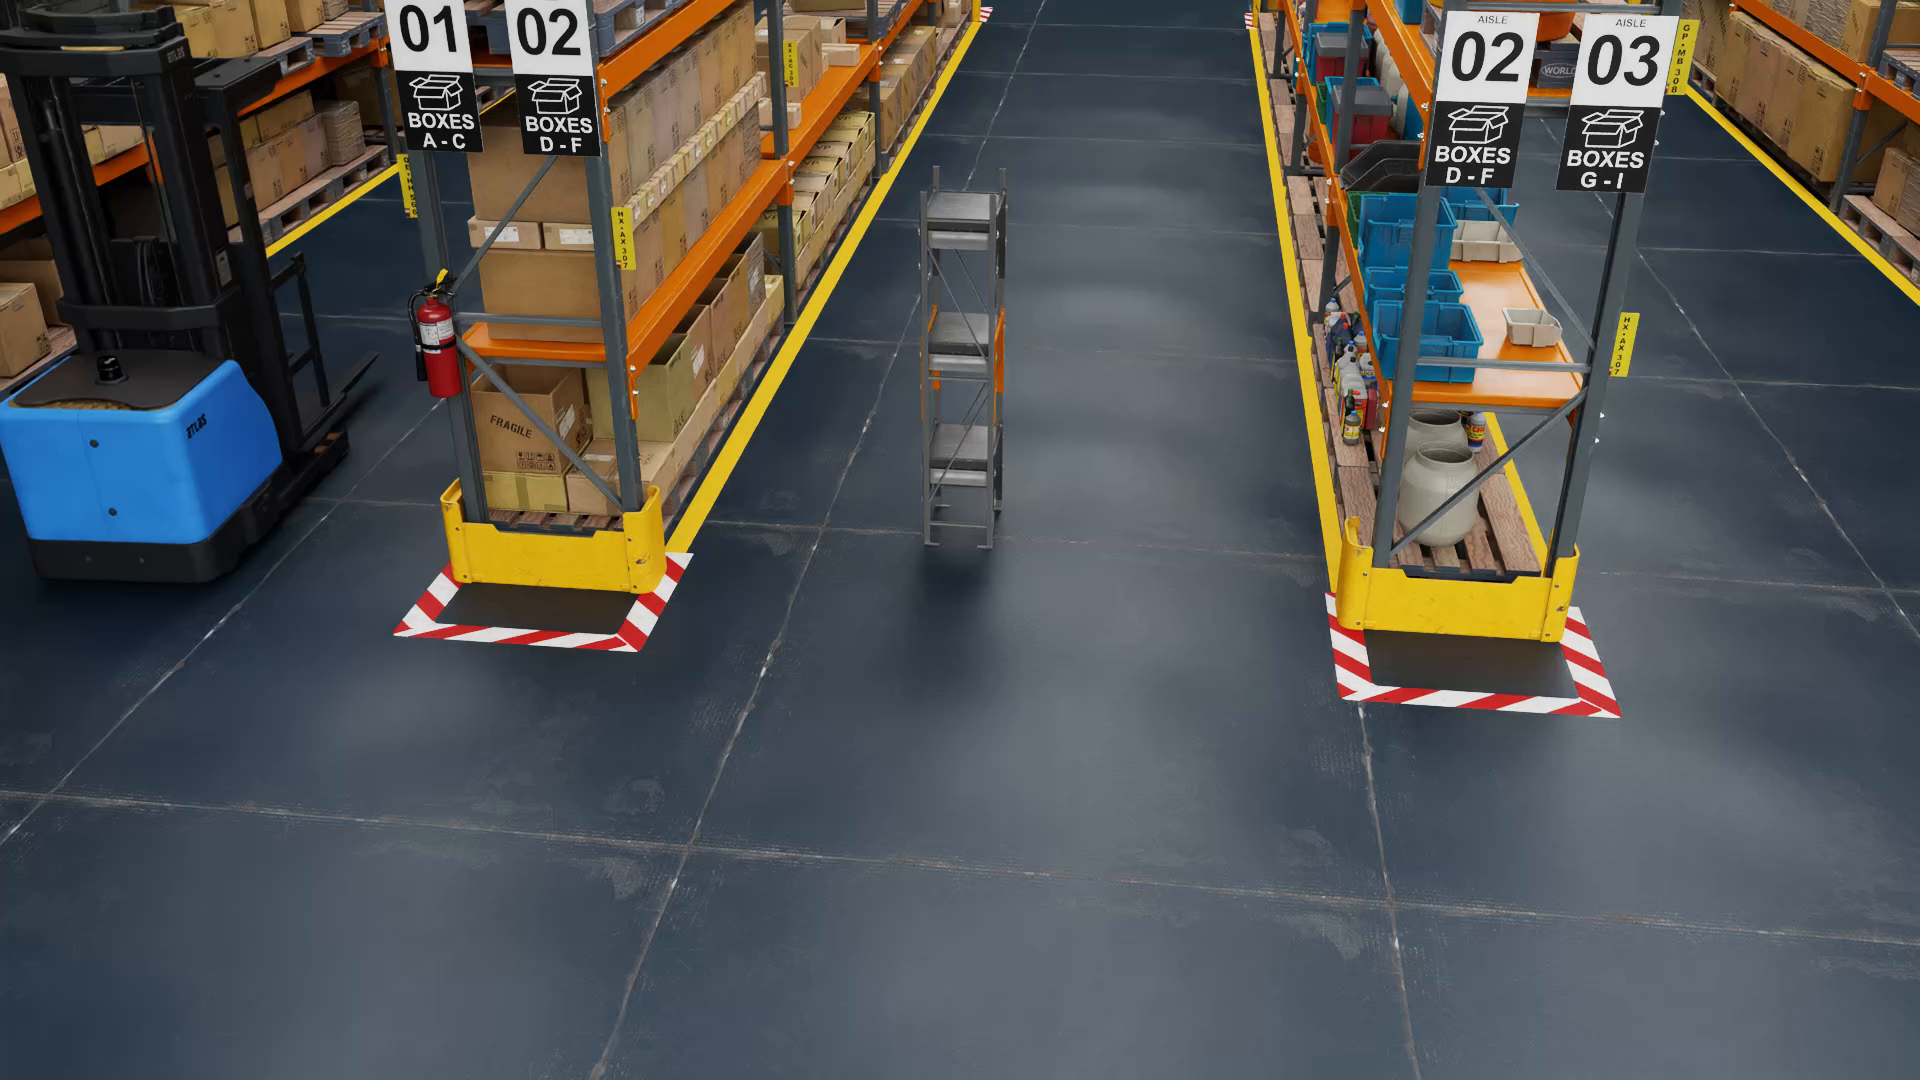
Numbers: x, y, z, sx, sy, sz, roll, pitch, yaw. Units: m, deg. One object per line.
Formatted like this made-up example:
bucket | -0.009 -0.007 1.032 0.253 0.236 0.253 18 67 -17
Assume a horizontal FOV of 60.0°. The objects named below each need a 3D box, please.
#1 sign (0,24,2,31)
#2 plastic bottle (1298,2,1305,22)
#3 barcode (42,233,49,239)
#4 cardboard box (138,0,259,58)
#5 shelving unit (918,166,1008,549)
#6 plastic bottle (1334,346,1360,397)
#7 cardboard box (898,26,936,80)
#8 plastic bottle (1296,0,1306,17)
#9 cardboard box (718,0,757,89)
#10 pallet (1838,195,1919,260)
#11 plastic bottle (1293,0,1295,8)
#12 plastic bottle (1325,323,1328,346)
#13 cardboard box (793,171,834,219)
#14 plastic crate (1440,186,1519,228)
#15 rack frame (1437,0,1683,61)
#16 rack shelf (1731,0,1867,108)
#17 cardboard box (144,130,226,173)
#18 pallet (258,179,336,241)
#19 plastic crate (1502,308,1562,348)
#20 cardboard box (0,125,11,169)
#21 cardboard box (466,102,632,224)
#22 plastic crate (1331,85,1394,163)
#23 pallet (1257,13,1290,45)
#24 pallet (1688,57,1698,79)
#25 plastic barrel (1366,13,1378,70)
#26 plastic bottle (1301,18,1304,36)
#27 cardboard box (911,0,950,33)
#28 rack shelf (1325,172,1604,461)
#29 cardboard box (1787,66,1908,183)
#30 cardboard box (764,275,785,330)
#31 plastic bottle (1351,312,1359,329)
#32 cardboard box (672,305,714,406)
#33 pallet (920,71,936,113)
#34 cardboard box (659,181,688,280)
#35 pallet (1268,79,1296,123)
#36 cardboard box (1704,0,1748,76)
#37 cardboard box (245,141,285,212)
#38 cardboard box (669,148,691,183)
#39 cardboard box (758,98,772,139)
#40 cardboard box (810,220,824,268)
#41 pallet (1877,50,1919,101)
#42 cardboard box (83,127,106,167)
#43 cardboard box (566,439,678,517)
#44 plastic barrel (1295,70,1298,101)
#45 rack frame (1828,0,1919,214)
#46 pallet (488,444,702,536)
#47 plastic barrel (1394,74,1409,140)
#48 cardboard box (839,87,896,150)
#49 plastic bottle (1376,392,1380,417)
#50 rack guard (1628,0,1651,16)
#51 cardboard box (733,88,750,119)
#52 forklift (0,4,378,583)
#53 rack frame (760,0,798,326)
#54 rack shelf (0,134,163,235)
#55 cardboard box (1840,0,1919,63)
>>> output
sign | -7.233 -3.855 12.523 0.100 0.325 0.005 3 28 6
plastic bottle | 3.411 -5.233 16.510 0.097 0.201 0.097 0 28 0
barcode | -6.986 -2.309 12.708 0.001 0.075 0.075 3 28 6
cardboard box | -6.460 -4.365 14.120 0.700 0.500 0.500 7 29 13
shelving unit | 0.020 -1.002 9.397 0.431 2.100 0.503 3 28 6
plastic bottle | 2.565 -1.122 10.999 0.144 0.351 0.185 3 28 6
cardboard box | -0.561 -5.639 19.226 0.500 0.500 0.500 3 28 6
plastic bottle | 3.468 -5.426 16.711 0.144 0.351 0.185 3 28 6
cardboard box | -1.813 -3.435 11.490 0.700 0.500 0.500 3 29 6
pallet | 8.459 -2.739 14.612 1.003 0.211 1.213 3 28 6
plastic bottle | 3.513 -5.655 17.219 0.097 0.271 0.097 0 28 0
plastic bottle | 2.652 -1.481 11.823 0.097 0.201 0.097 0 28 0
cardboard box | -1.338 -2.909 13.853 0.500 0.311 0.500 2 28 5
plastic crate | 3.285 -2.137 10.711 0.499 0.251 0.616 3 28 6
rack frame | 2.661 -3.498 6.754 1.000 3.000 0.127 3 28 6
rack shelf | 8.802 -4.959 16.551 1.077 0.370 4.000 3 28 6
cardboard box | -6.557 -3.293 14.082 0.500 0.250 0.500 3 28 5
pallet | -6.441 -3.030 15.152 1.003 0.211 1.213 3 28 6
plastic crate | 3.090 -1.143 8.987 0.298 0.136 0.250 3 28 6
cardboard box | -6.623 -2.631 10.817 0.500 0.500 0.500 4 29 8
cardboard box | -2.179 -2.005 8.836 0.700 0.500 0.500 3 29 6
plastic crate | 2.906 -3.013 12.113 0.402 0.464 0.583 3 28 6
pallet | 4.482 -6.774 22.102 1.003 0.211 1.213 3 28 6
pallet | 9.365 -5.919 20.514 1.003 0.211 1.213 3 28 6
plastic barrel | 3.885 -4.446 14.697 0.600 0.536 0.708 3 28 6
plastic bottle | 3.340 -4.958 15.999 0.097 0.201 0.097 0 28 0
cardboard box | -0.559 -6.774 21.329 0.797 0.503 0.637 3 28 6
rack shelf | 2.906 -1.481 10.095 1.077 0.370 4.000 3 28 6
cardboard box | 8.662 -3.908 15.638 1.225 0.875 0.875 2 28 4
cardboard box | -1.605 -1.772 12.334 0.500 0.250 0.500 3 28 6
plastic bottle | 2.770 -1.453 11.685 0.061 0.283 0.133 3 28 6
cardboard box | -1.861 -1.162 10.409 0.500 0.500 0.500 3 28 6
pallet | -0.847 -5.182 19.146 1.003 0.211 1.213 3 28 6
cardboard box | -2.059 -1.890 9.990 0.700 0.500 0.500 4 29 7
pallet | 3.995 -4.917 18.654 1.003 0.211 1.213 3 28 6
cardboard box | 9.207 -5.773 19.100 0.875 0.875 0.875 3 28 6
cardboard box | -6.492 -3.240 14.773 0.700 0.500 0.500 4 29 7
cardboard box | -1.837 -2.254 9.982 0.380 0.149 0.250 3 28 6
cardboard box | -1.748 -3.197 12.680 0.500 0.250 0.500 5 29 9
cardboard box | -1.405 -2.419 13.535 0.500 0.250 0.500 4 29 7
pallet | 8.575 -3.908 14.044 1.213 0.211 1.003 3 28 6
cardboard box | -6.508 -2.783 11.891 0.500 0.250 0.500 3 29 6
cardboard box | -1.968 -0.360 9.712 0.500 0.250 0.500 3 28 6
plastic barrel | 3.961 -5.178 17.968 0.600 0.901 0.708 3 28 6
rack frame | 8.557 -4.334 14.633 1.000 3.000 0.127 3 28 6
pallet | -2.203 -0.281 10.049 1.003 0.211 1.213 3 28 6
plastic barrel | 3.486 -3.237 12.452 0.433 0.535 0.433 0 28 0
cardboard box | -0.935 -4.203 16.560 0.500 0.500 0.500 5 29 8
plastic bottle | 2.652 -0.892 10.730 0.097 0.201 0.097 0 28 0
rack guard | 9.540 -7.011 22.237 1.175 0.500 0.348 3 28 6
cardboard box | -1.647 -2.978 11.327 0.380 0.149 0.250 3 28 5
forklift | -4.539 -1.718 9.848 1.130 2.935 3.031 2 28 3
rack frame | -1.765 -3.029 12.210 1.000 3.000 0.127 3 28 6
rack shelf | -6.927 -2.057 11.164 1.077 0.370 4.000 3 28 6
cardboard box | 8.371 -4.625 15.067 0.500 0.500 0.500 4 29 8
